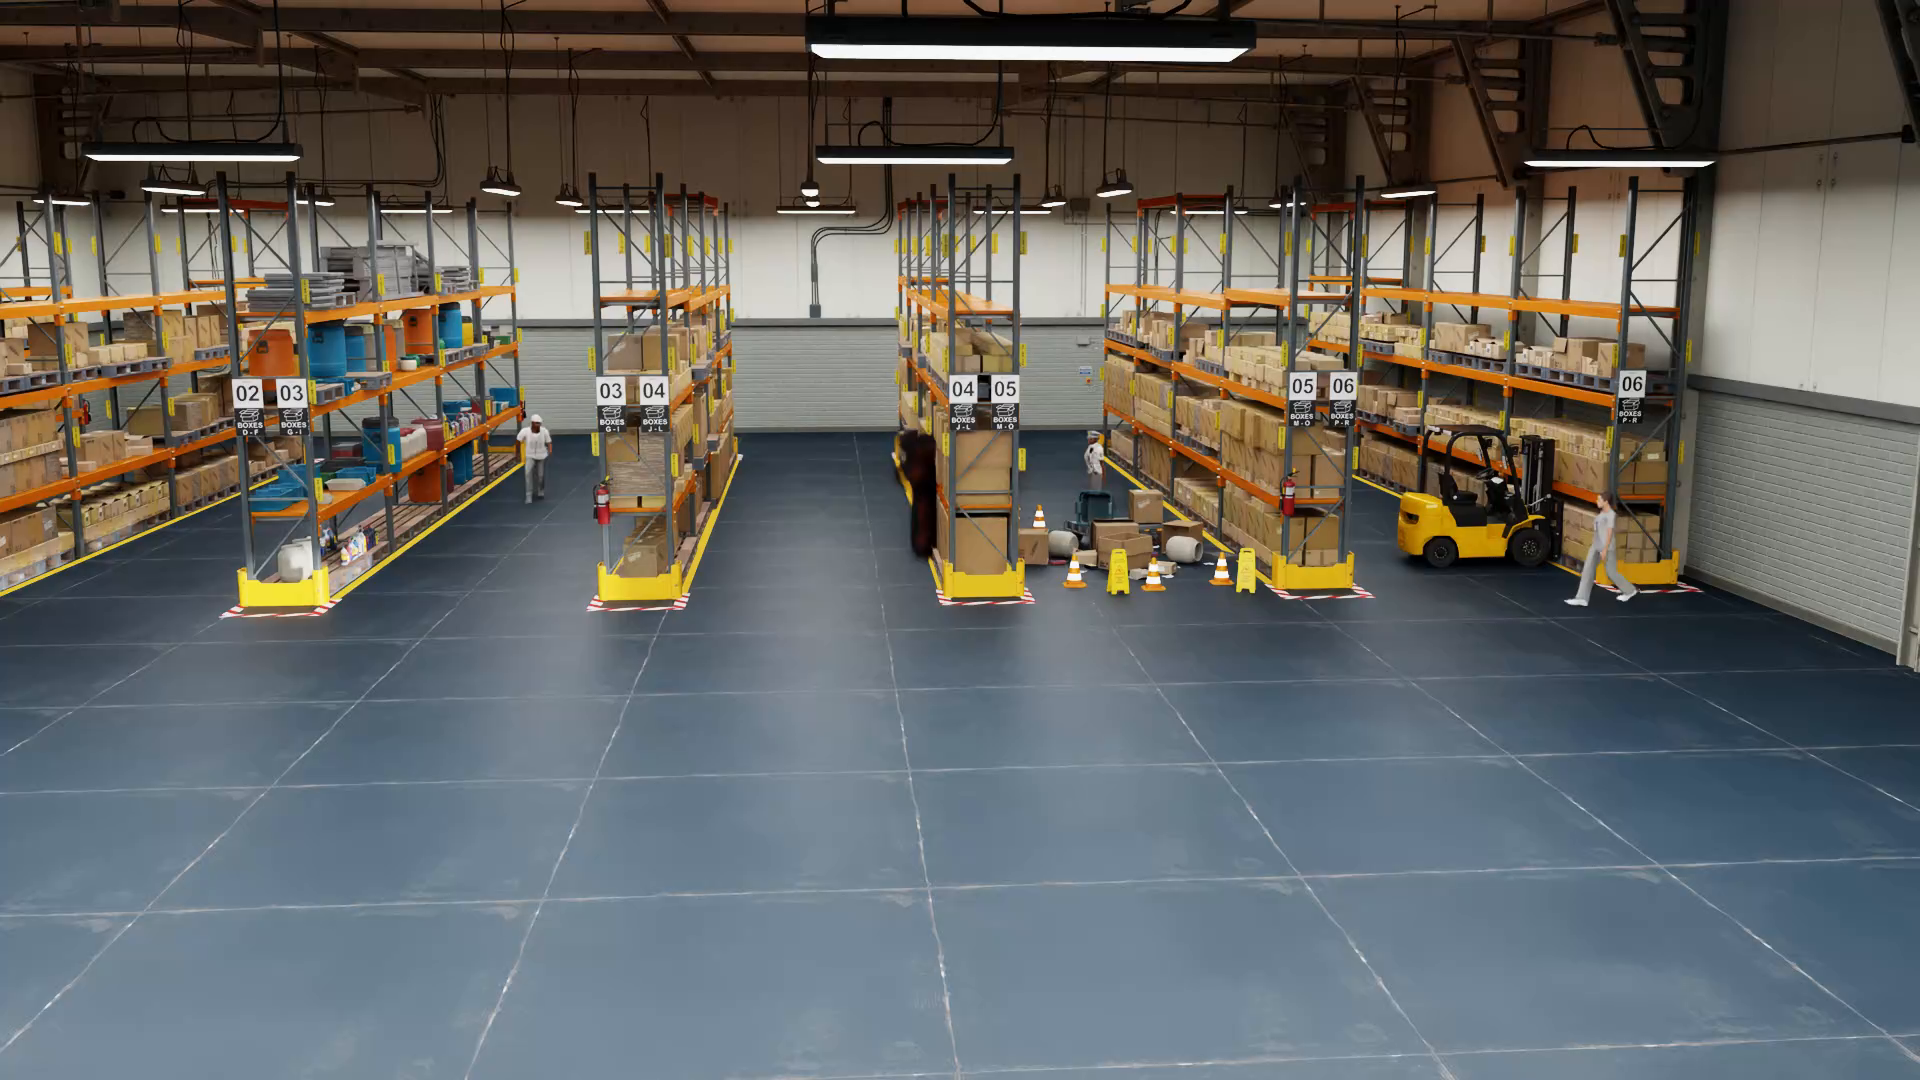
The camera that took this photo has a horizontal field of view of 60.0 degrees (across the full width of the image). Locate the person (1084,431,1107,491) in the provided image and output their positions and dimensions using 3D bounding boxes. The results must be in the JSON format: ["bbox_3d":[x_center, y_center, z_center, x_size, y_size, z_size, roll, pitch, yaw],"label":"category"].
[{"bbox_3d":[2.480,-1.181,30.591,0.393,1.673,0.503,0,10,-1],"label":"person"}]

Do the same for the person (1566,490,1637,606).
[{"bbox_3d":[9.056,0.119,23.303,0.987,1.644,0.430,-3,11,-18],"label":"person"}]

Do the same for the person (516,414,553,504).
[{"bbox_3d":[-8.467,-1.637,33.094,0.778,1.740,0.992,-1,10,-3],"label":"person"}]
